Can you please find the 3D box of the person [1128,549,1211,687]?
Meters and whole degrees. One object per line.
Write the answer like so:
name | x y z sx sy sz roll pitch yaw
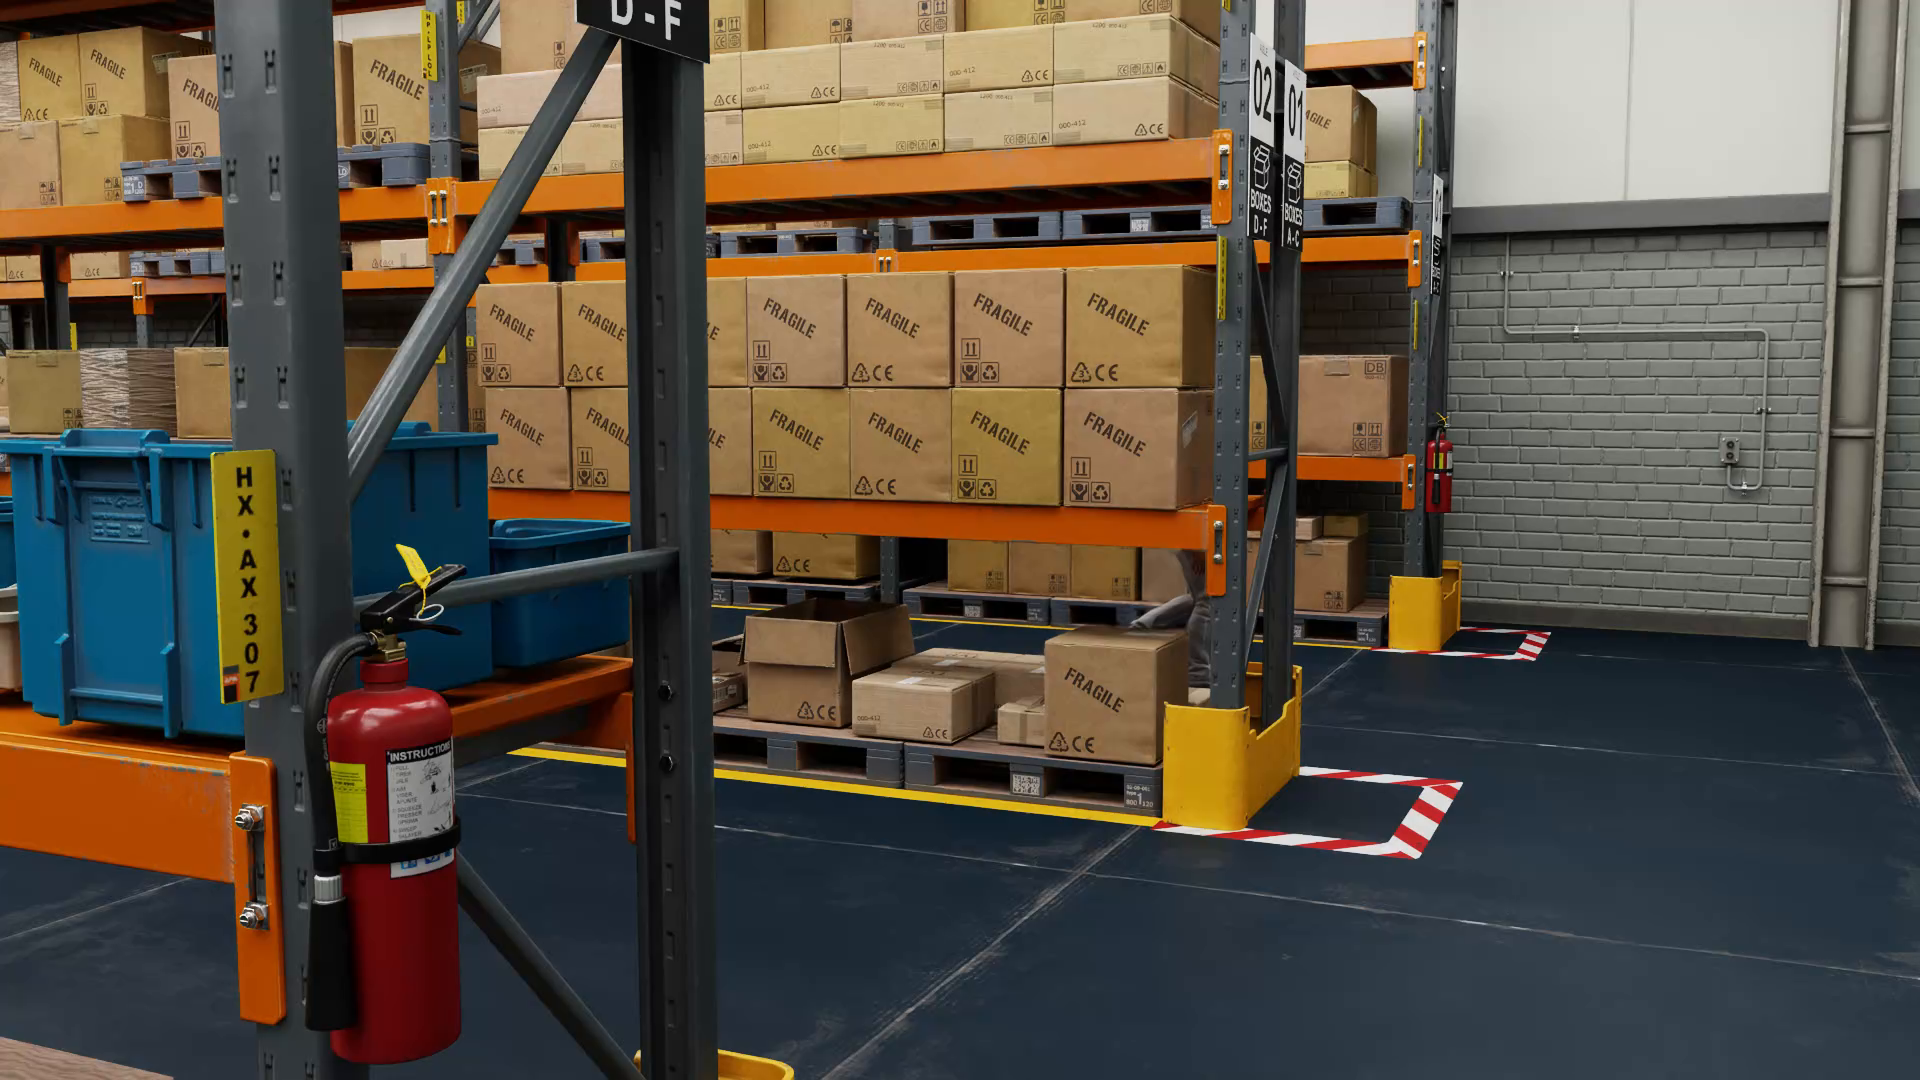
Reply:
person | 1.330 -0.011 9.910 0.706 1.749 0.579 1 6 9
